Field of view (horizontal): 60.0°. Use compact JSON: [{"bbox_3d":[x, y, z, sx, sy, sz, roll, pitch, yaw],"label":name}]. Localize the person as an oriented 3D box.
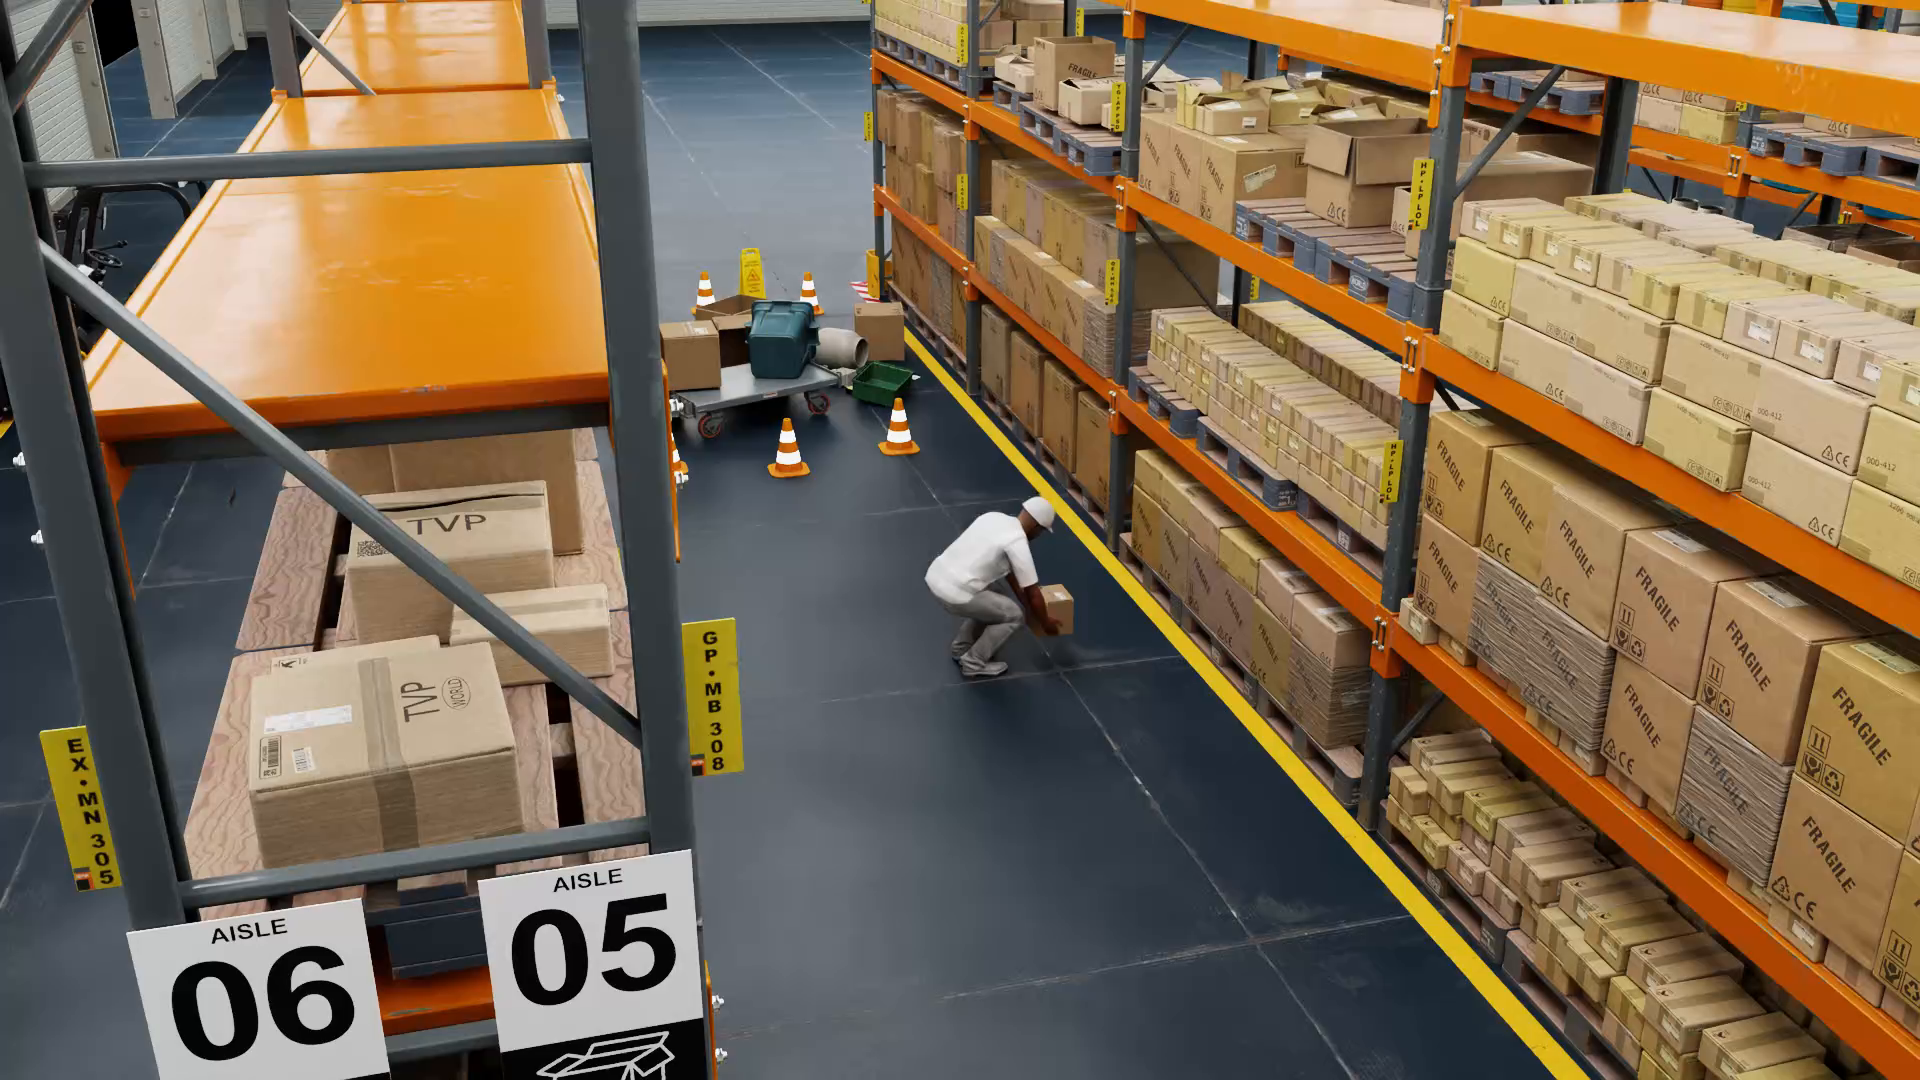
[{"bbox_3d":[0.250,0.334,10.774,0.887,0.995,0.587,-6,24,-14],"label":"person"}]
